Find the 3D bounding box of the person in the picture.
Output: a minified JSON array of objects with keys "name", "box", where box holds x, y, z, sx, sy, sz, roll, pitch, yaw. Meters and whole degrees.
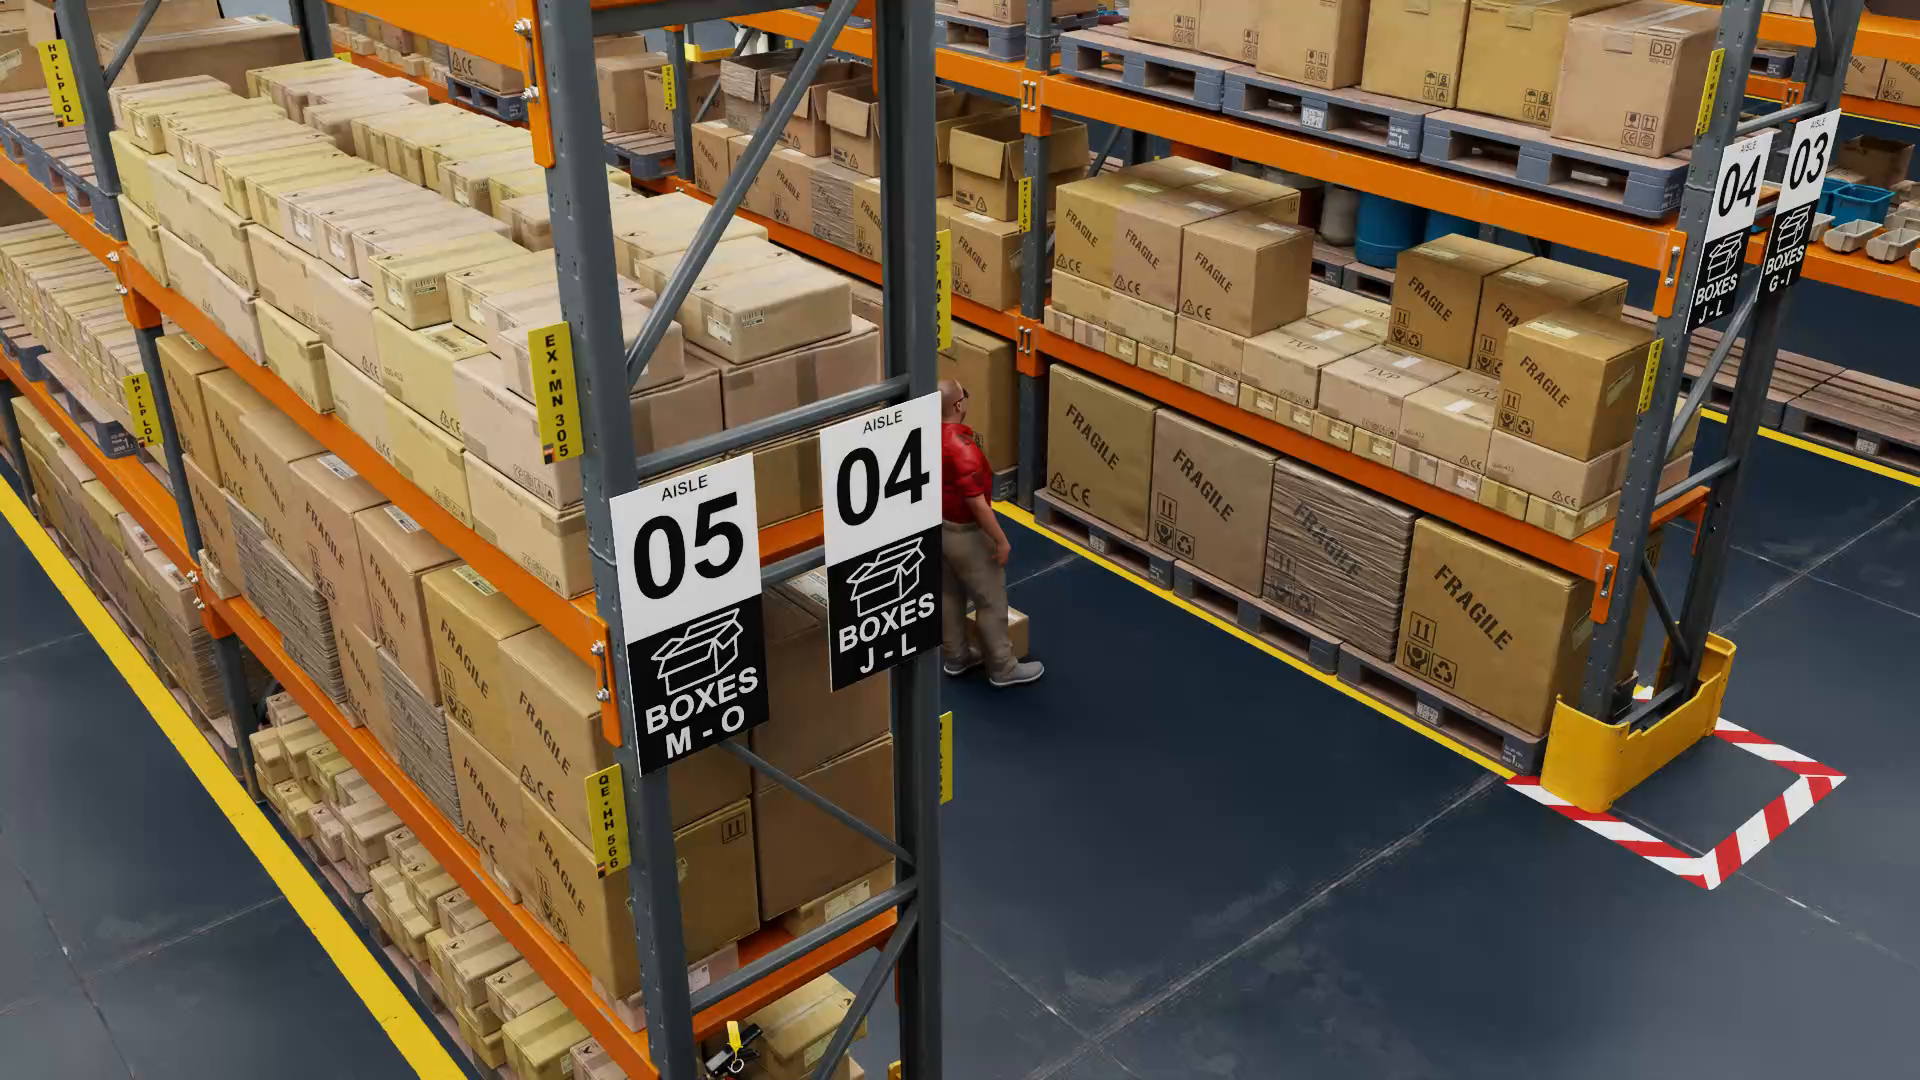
[{"name":"person","box":[0.072,-0.058,8.728,0.550,1.727,0.641,-22,35,-35]}]
